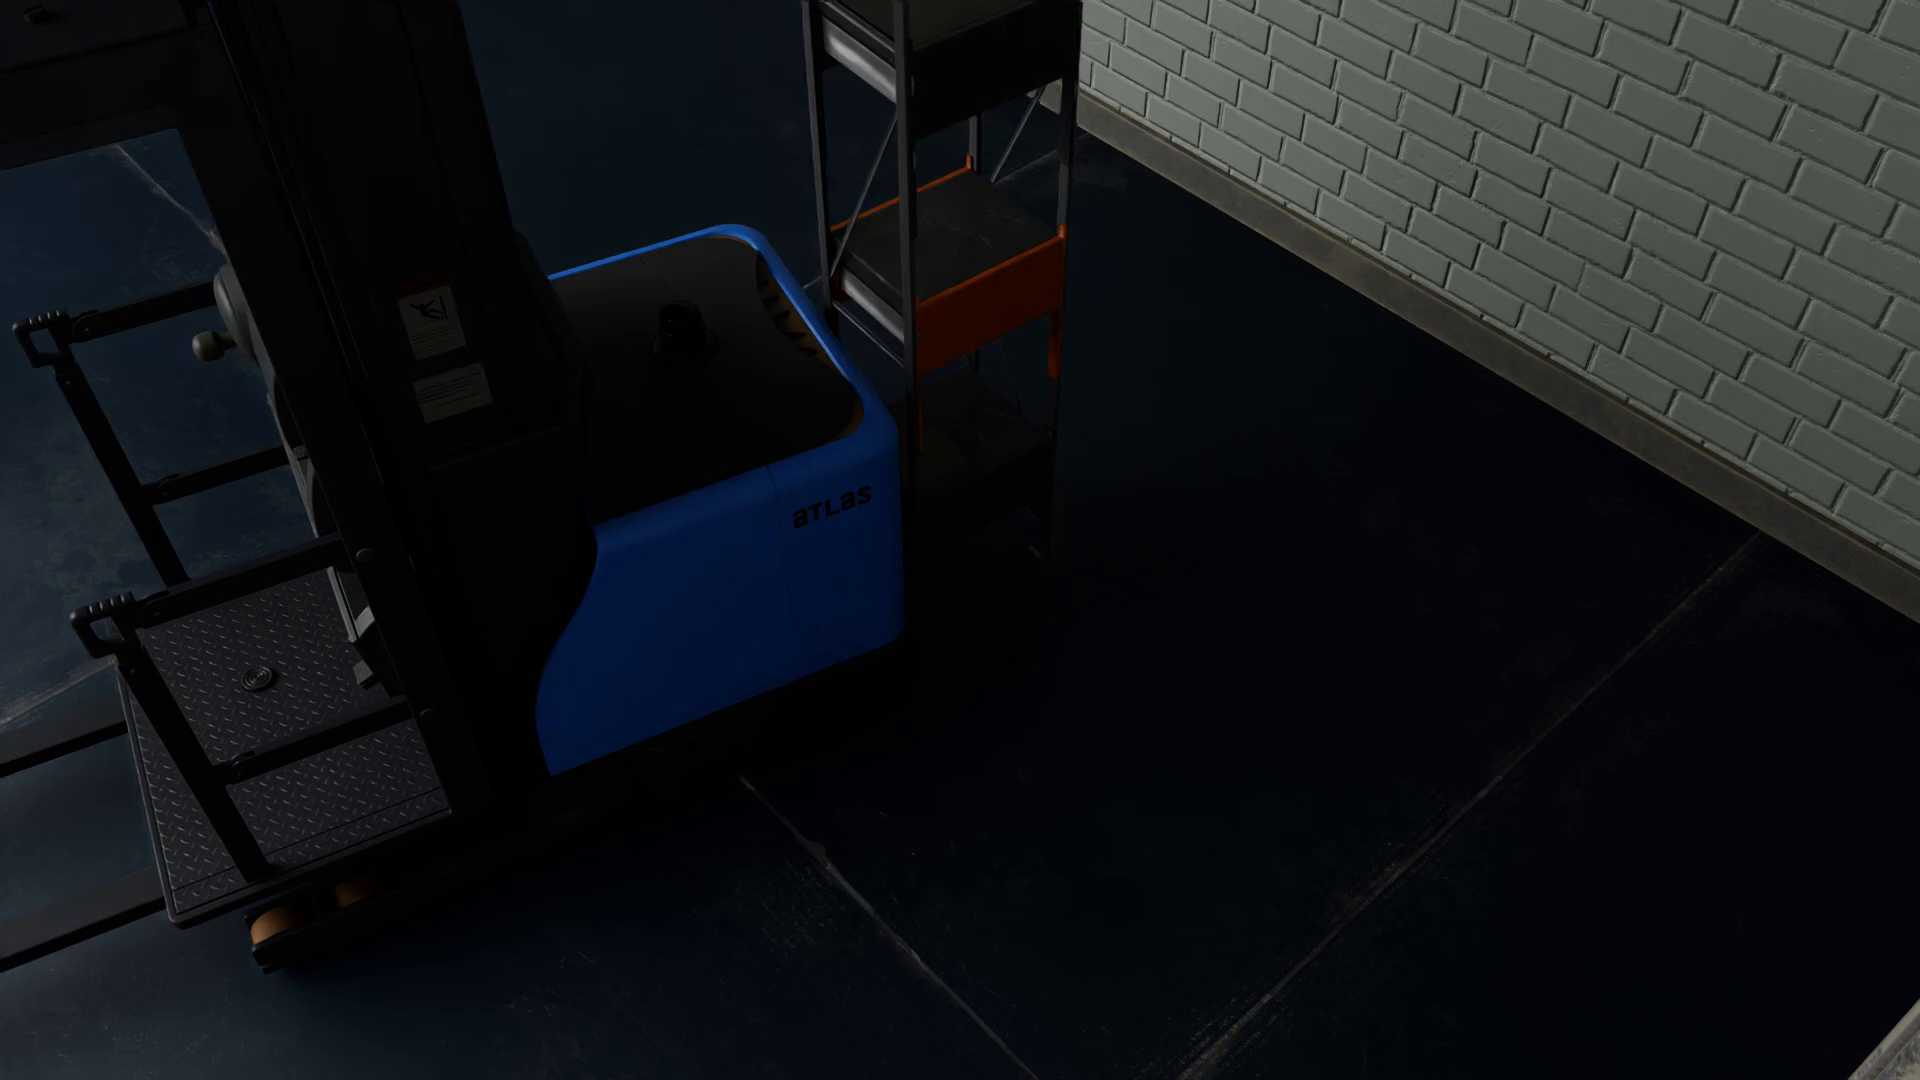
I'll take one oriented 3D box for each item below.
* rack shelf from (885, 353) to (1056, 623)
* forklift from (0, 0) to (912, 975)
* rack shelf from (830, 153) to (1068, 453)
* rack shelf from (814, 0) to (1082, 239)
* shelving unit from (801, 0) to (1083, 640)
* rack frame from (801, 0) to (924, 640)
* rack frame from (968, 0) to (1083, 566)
[{"bbox_3d":[-0.041,-0.157,4.937,0.480,0.518,0.431,-29,54,-24],"label":"rack shelf"},{"bbox_3d":[-1.687,-0.356,3.584,3.031,2.935,1.130,-21,51,-18],"label":"forklift"},{"bbox_3d":[-0.041,-0.632,4.423,0.480,0.518,0.431,-29,54,-24],"label":"rack shelf"},{"bbox_3d":[-0.041,-1.107,3.909,0.480,0.518,0.431,-29,54,-24],"label":"rack shelf"},{"bbox_3d":[-0.041,-0.641,4.413,0.503,2.100,0.431,-29,54,-24],"label":"shelving unit"},{"bbox_3d":[-0.235,-0.532,4.312,0.015,2.100,0.400,-29,54,-24],"label":"rack frame"},{"bbox_3d":[0.152,-0.751,4.514,0.015,2.100,0.400,-29,54,-24],"label":"rack frame"}]
